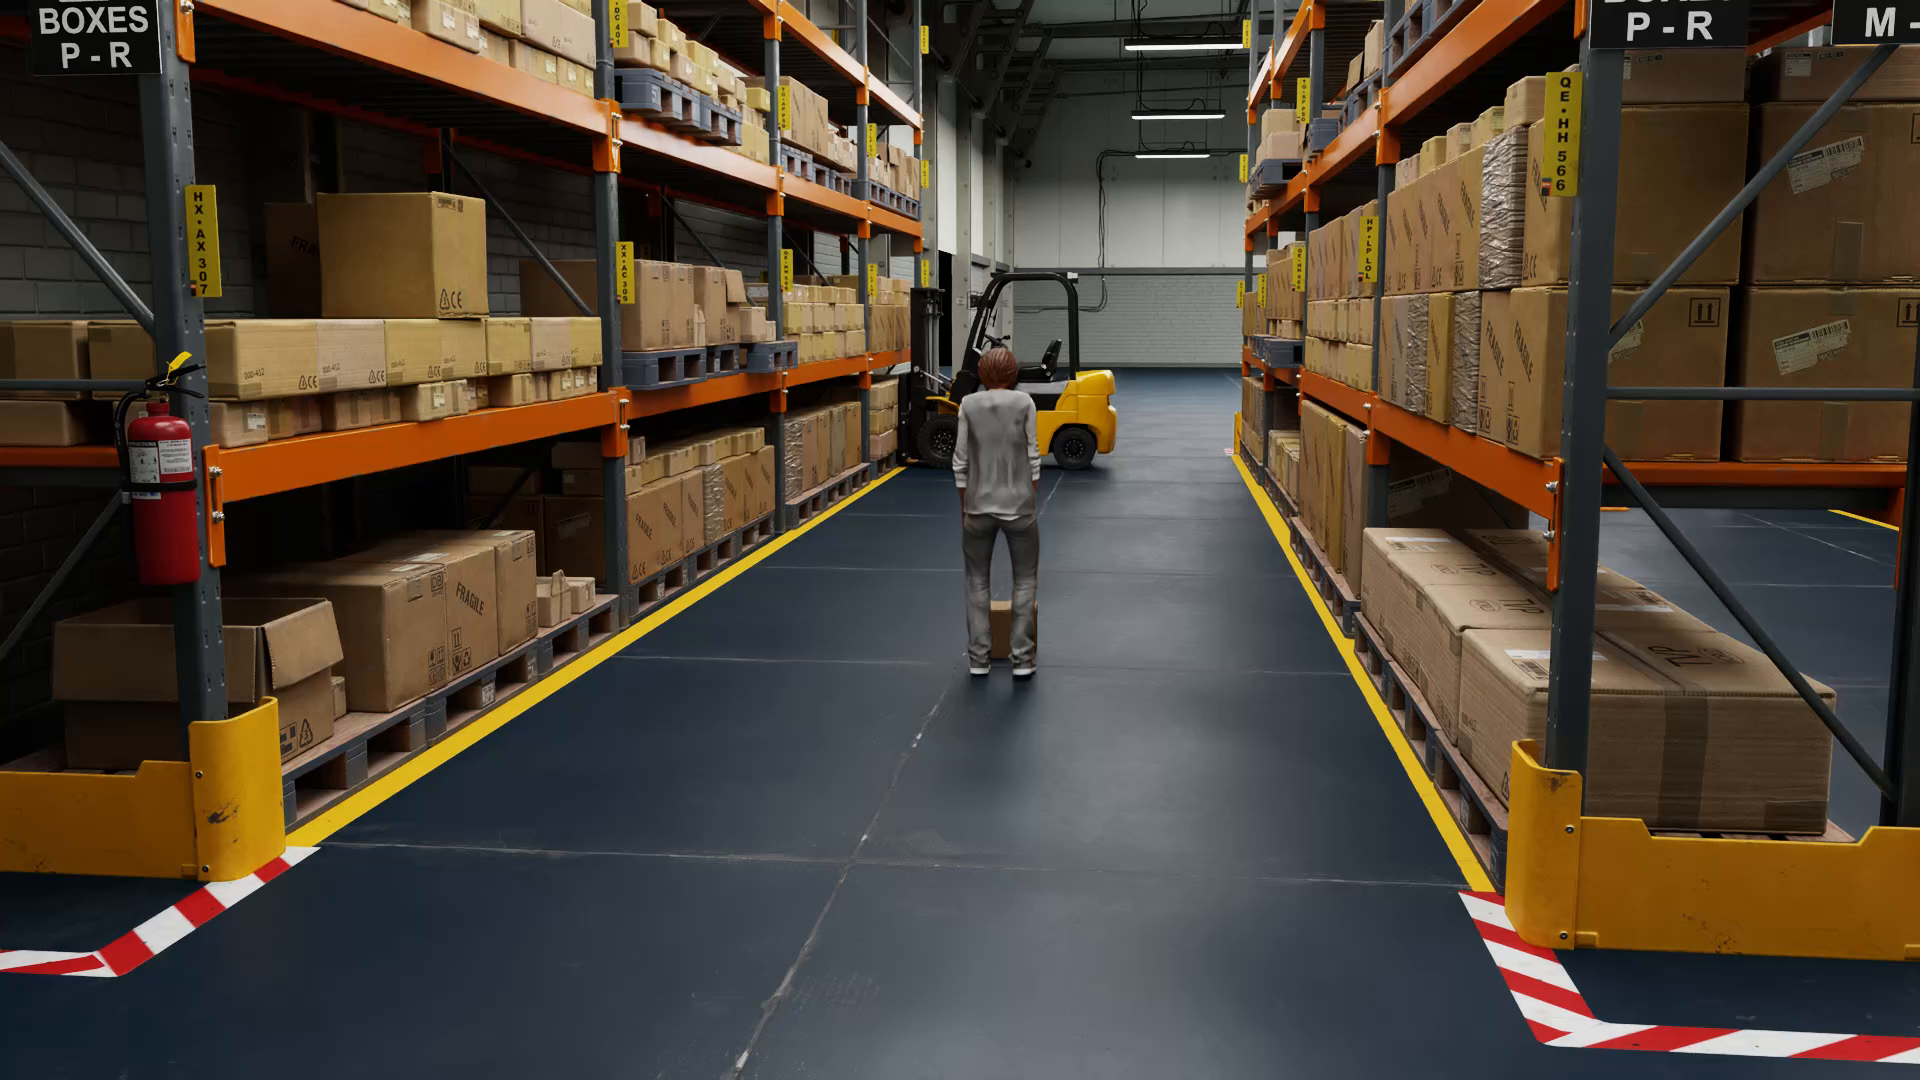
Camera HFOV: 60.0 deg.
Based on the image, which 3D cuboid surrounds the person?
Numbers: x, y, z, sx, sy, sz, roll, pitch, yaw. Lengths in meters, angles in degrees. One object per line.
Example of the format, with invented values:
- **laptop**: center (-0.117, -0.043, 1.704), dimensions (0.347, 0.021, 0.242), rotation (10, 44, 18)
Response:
- **person**: center (0.172, -0.119, 7.920), dimensions (0.423, 1.550, 0.368), rotation (1, 8, 8)
